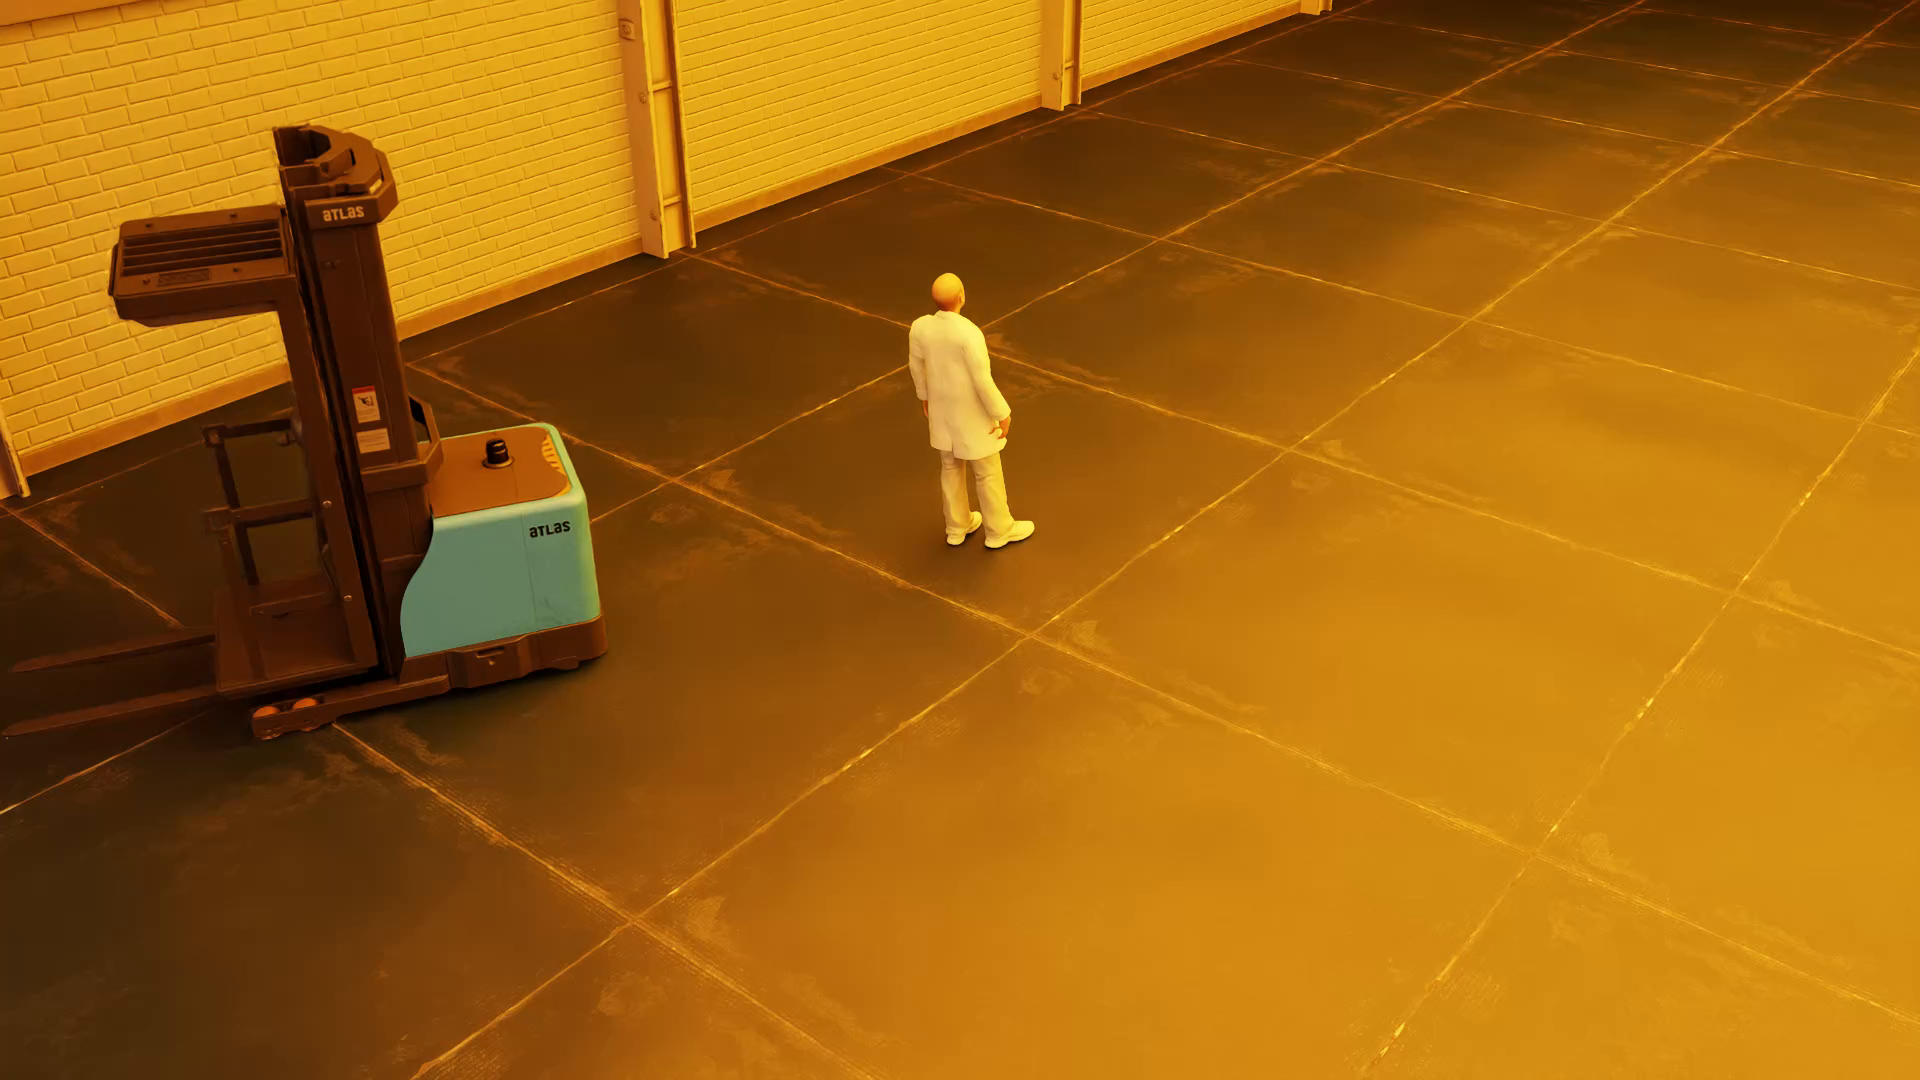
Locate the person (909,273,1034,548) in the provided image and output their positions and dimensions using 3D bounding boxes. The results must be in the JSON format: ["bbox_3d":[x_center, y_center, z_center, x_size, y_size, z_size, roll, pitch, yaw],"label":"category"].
[{"bbox_3d":[0.060,-0.809,10.107,0.698,1.778,0.578,22,37,33],"label":"person"}]

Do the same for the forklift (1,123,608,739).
[{"bbox_3d":[-3.545,-0.526,8.495,3.031,2.935,1.130,-11,32,-19],"label":"forklift"}]
